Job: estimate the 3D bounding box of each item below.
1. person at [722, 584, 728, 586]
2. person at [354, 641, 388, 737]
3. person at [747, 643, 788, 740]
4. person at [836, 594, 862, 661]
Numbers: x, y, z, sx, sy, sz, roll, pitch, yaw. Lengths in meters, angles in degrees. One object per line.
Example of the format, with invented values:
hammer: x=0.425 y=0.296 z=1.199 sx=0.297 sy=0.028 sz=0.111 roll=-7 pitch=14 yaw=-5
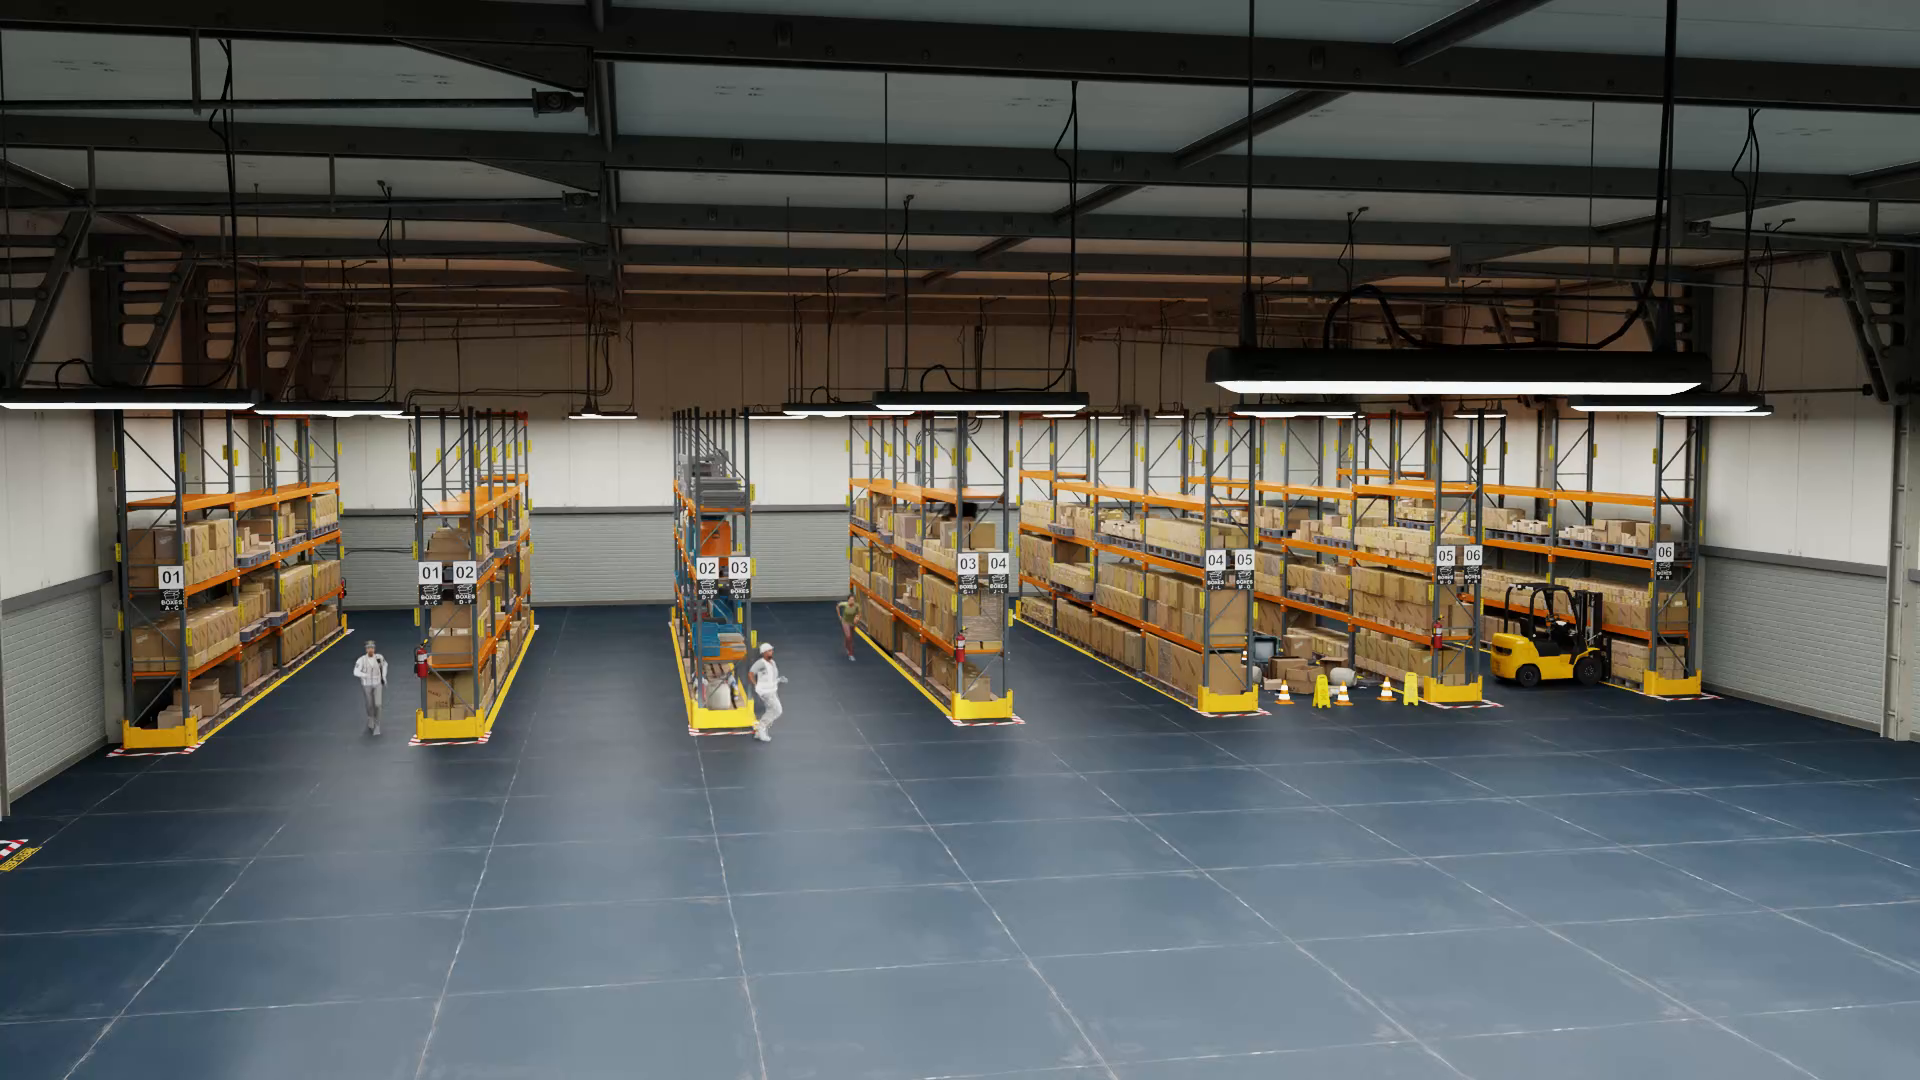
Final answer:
person: x=-6.885 y=1.531 z=47.795 sx=0.562 sy=1.601 sz=0.603 roll=1 pitch=4 yaw=11
person: x=-10.829 y=2.701 z=30.593 sx=0.587 sy=1.744 sz=0.832 roll=-1 pitch=4 yaw=-20
person: x=-3.405 y=2.722 z=29.772 sx=0.625 sy=1.746 sz=0.673 roll=1 pitch=4 yaw=13
person: x=-2.693 y=2.084 z=40.280 sx=0.615 sy=1.626 sz=1.003 roll=-1 pitch=4 yaw=-10
